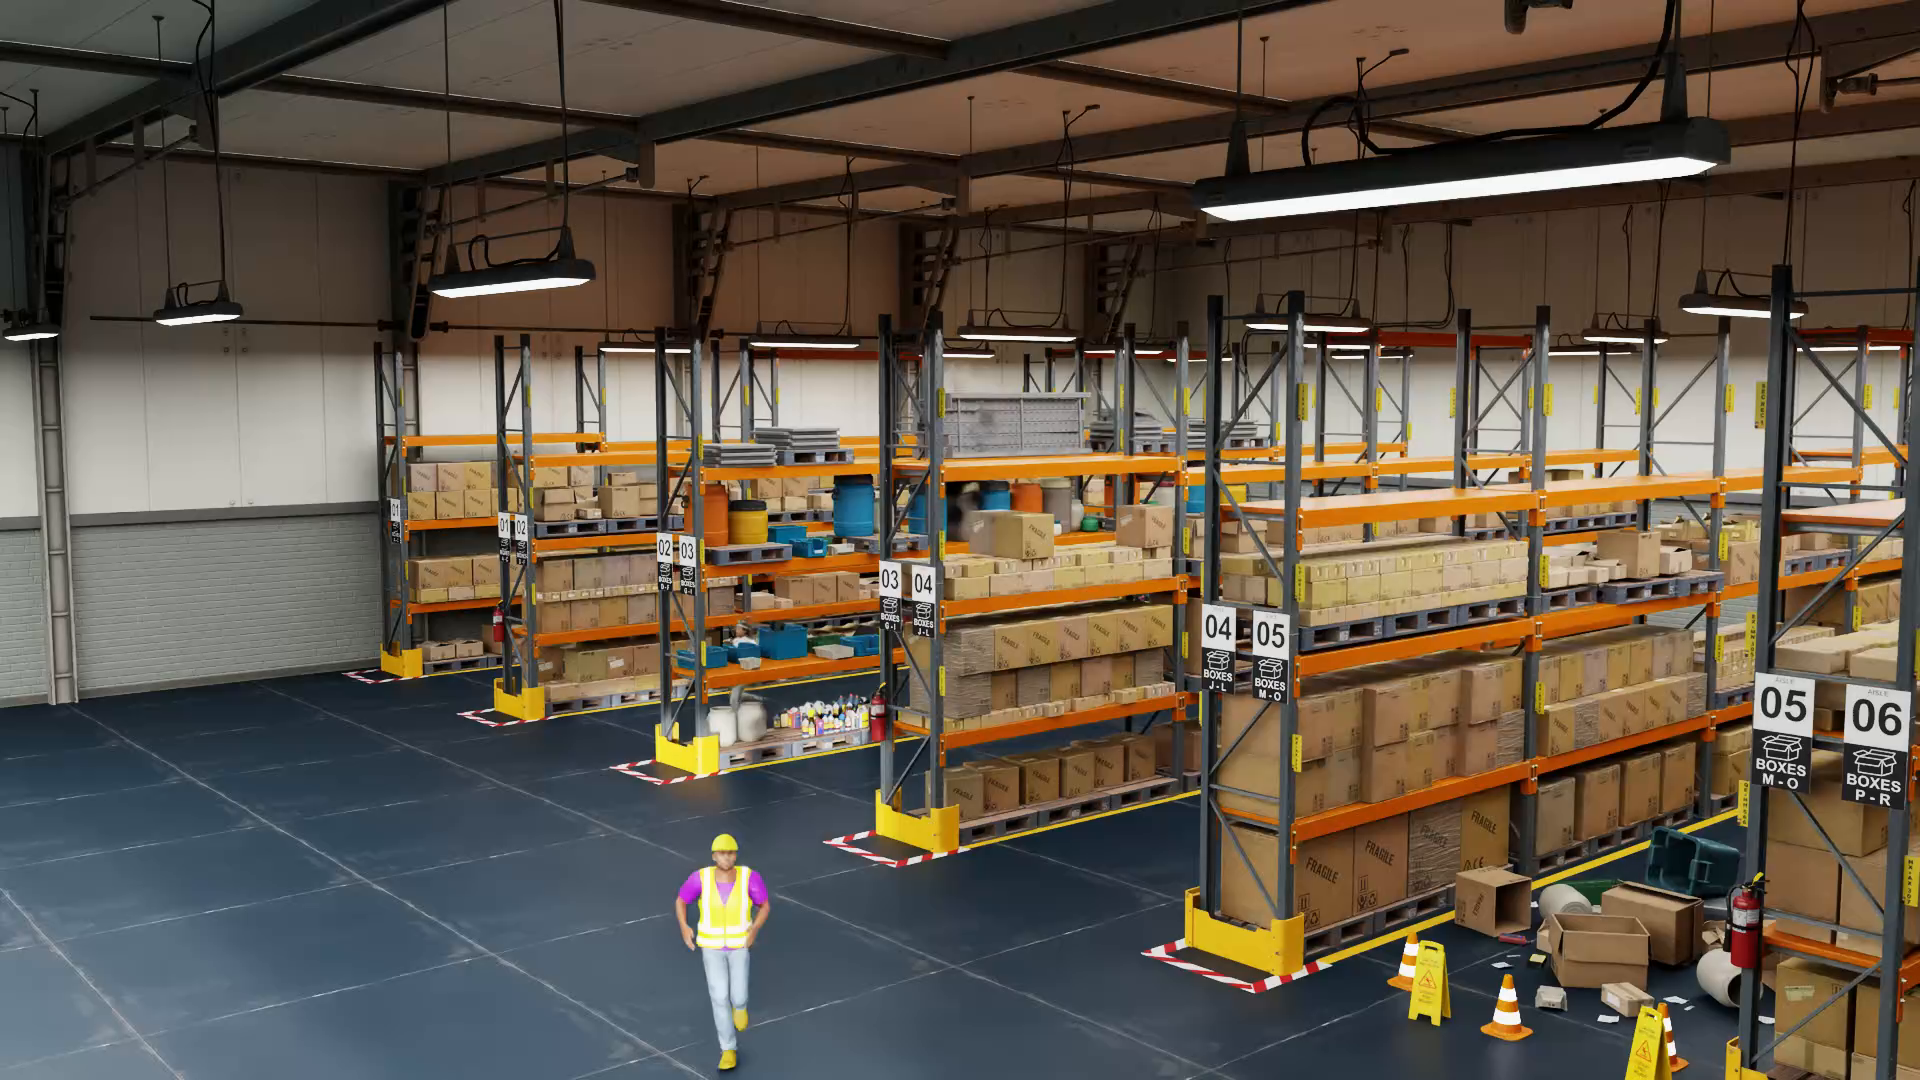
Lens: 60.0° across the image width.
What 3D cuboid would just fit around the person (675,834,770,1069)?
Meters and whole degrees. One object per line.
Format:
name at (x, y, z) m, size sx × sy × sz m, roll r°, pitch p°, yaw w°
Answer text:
person at (-1.832, 3.132, 12.885) m, size 0.732 × 1.737 × 0.810 m, roll -1°, pitch 5°, yaw -10°

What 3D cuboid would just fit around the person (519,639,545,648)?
person at (-7.164, 1.827, 28.260) m, size 0.536 × 1.565 × 0.633 m, roll 4°, pitch 7°, yaw 40°

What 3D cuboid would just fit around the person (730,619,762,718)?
person at (-3.323, 2.035, 25.359) m, size 0.869 × 1.661 × 0.632 m, roll -5°, pitch 7°, yaw -43°

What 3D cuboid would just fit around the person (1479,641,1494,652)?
person at (7.434, 2.183, 23.515) m, size 0.604 × 1.688 × 0.893 m, roll 5°, pitch 7°, yaw 44°
